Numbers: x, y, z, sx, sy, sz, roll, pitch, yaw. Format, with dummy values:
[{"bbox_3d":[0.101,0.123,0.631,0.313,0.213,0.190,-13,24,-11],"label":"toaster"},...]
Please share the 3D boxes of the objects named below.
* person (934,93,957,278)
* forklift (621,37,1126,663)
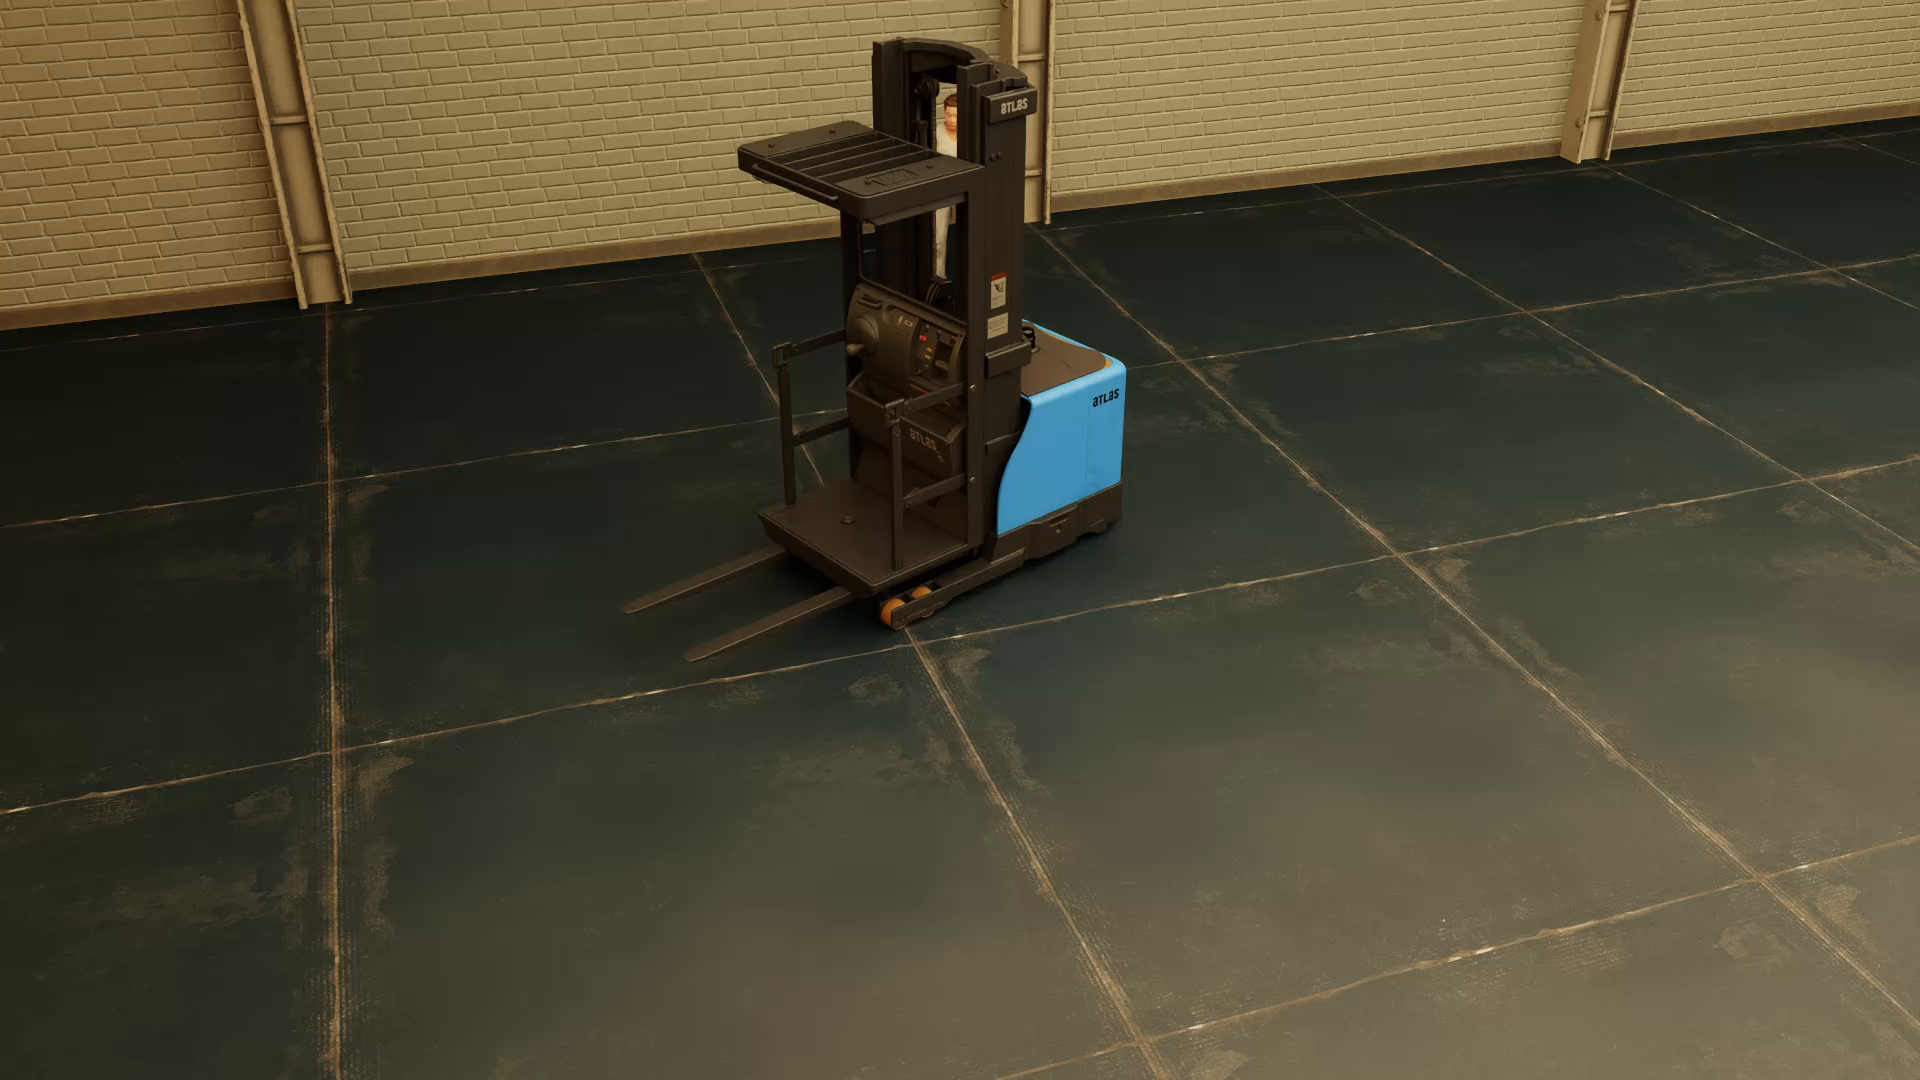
[{"bbox_3d":[-0.036,-2.657,12.967,0.572,1.680,0.400,2,30,3],"label":"person"},{"bbox_3d":[-0.461,-1.072,8.951,3.031,2.935,1.130,-23,37,-34],"label":"forklift"}]
